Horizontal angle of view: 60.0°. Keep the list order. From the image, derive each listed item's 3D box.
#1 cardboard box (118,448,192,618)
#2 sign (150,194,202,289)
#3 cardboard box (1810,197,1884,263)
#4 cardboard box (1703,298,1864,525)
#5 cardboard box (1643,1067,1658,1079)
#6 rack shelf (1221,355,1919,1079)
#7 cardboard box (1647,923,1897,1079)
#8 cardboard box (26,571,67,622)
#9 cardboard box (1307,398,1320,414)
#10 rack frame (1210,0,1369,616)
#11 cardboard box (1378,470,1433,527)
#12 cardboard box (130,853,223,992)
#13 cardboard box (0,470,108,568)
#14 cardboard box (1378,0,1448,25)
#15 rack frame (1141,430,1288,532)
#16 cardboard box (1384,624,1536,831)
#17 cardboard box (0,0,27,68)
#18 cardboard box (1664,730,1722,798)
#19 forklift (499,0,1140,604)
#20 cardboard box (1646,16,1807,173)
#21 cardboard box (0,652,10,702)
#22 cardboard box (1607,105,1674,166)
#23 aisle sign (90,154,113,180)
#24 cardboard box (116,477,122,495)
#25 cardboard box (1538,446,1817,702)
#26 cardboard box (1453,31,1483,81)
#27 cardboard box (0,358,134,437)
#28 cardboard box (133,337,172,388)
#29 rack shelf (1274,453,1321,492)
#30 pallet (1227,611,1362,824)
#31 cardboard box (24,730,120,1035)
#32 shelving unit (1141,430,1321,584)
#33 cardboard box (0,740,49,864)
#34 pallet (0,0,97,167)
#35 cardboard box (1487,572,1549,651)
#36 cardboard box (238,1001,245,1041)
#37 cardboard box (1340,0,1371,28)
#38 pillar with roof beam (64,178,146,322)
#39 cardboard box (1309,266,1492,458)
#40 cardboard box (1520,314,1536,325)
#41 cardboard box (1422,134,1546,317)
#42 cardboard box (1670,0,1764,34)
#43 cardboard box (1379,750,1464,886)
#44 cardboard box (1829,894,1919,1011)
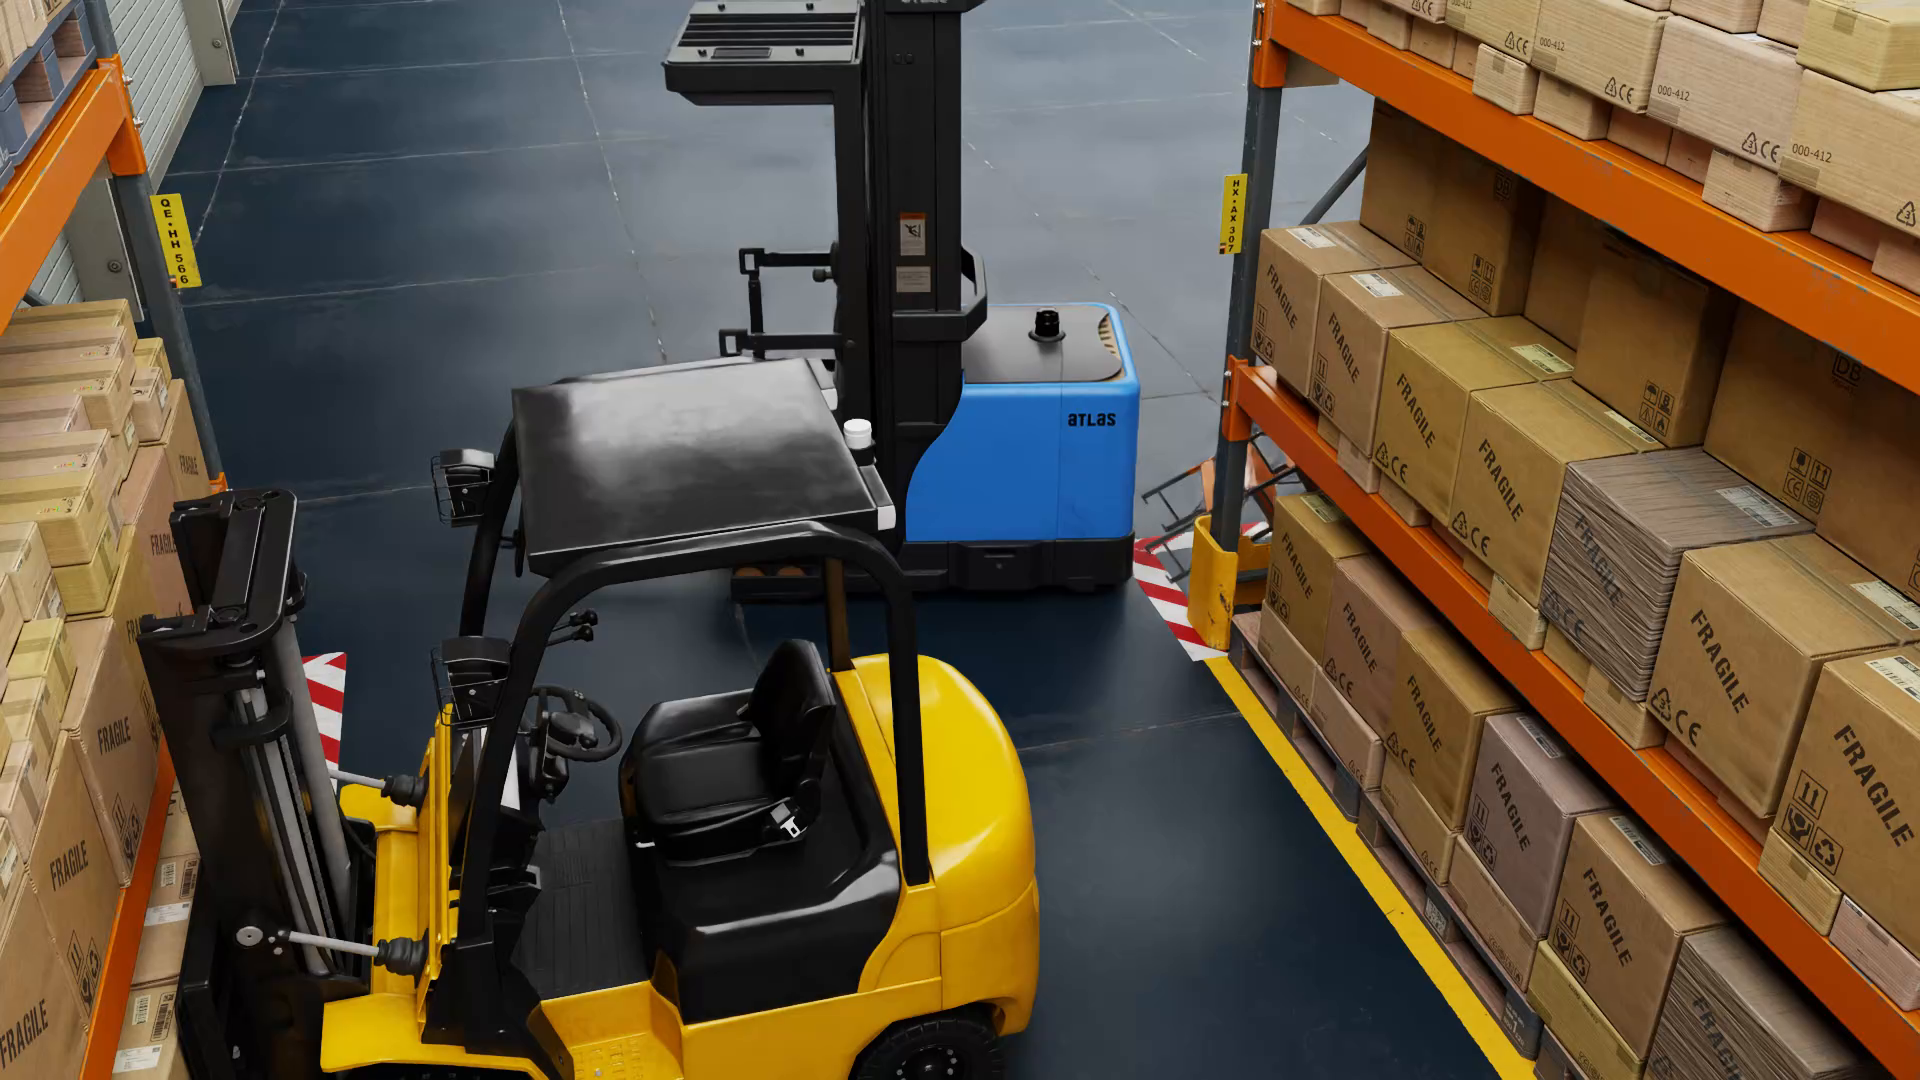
[{"bbox_3d":[-2.656,0.077,5.023,0.500,0.500,0.500,-7,31,-12],"label":"cardboard box"},{"bbox_3d":[-2.642,-1.004,5.598,0.100,0.325,0.005,-8,31,-13],"label":"sign"},{"bbox_3d":[2.205,-0.749,3.806,0.380,0.149,0.250,-9,31,-15],"label":"cardboard box"},{"bbox_3d":[2.548,-0.406,4.563,0.700,0.500,0.500,-9,31,-14],"label":"cardboard box"},{"bbox_3d":[2.262,1.694,4.655,0.500,0.250,0.500,-6,31,-11],"label":"cardboard box"},{"bbox_3d":[2.147,0.281,5.489,1.077,0.370,4.000,-8,31,-13],"label":"rack shelf"},{"bbox_3d":[2.262,1.369,4.467,0.500,0.500,0.500,-8,31,-14],"label":"cardboard box"},{"bbox_3d":[-2.463,0.220,4.128,0.380,0.149,0.250,-8,31,-14],"label":"cardboard box"},{"bbox_3d":[1.587,-0.576,6.502,0.380,0.149,0.250,-7,31,-13],"label":"cardboard box"},{"bbox_3d":[1.616,-0.996,6.977,1.000,3.000,0.127,-8,31,-13],"label":"rack frame"},{"bbox_3d":[1.704,-0.188,5.831,0.380,0.149,0.250,-7,31,-12],"label":"cardboard box"},{"bbox_3d":[-2.334,1.156,4.586,0.500,0.250,0.500,-8,31,-14],"label":"cardboard box"},{"bbox_3d":[-2.435,-0.039,4.279,0.380,0.149,0.250,-7,31,-12],"label":"cardboard box"},{"bbox_3d":[1.617,-1.836,5.286,0.500,0.250,0.500,-8,31,-14],"label":"cardboard box"},{"bbox_3d":[1.455,-0.405,8.033,1.200,0.240,0.015,-29,24,19],"label":"rack frame"},{"bbox_3d":[1.839,0.620,5.761,0.500,0.500,0.500,-7,31,-12],"label":"cardboard box"},{"bbox_3d":[-2.589,-1.317,4.153,0.396,0.266,0.258,-8,31,-13],"label":"cardboard box"},{"bbox_3d":[2.179,0.552,4.554,0.380,0.149,0.250,-8,31,-14],"label":"cardboard box"},{"bbox_3d":[-0.715,-1.242,7.470,3.031,2.935,1.130,-1,30,-1],"label":"forklift"},{"bbox_3d":[2.045,-1.096,4.008,0.500,0.250,0.500,-8,31,-14],"label":"cardboard box"},{"bbox_3d":[-2.324,0.339,3.625,0.380,0.149,0.250,-8,31,-13],"label":"cardboard box"},{"bbox_3d":[1.982,-1.125,4.456,0.380,0.149,0.250,-8,31,-14],"label":"cardboard box"},{"bbox_3d":[-2.903,-1.531,5.305,0.394,0.787,0.004,-8,31,-13],"label":"aisle sign"},{"bbox_3d":[-2.645,-0.154,4.775,0.380,0.149,0.250,-8,31,-14],"label":"cardboard box"},{"bbox_3d":[2.035,0.084,4.713,0.500,0.500,0.500,-7,31,-12],"label":"cardboard box"},{"bbox_3d":[1.748,-1.491,5.088,0.380,0.149,0.250,-9,31,-15],"label":"cardboard box"},{"bbox_3d":[-2.679,-0.405,4.911,0.380,0.149,0.250,-7,31,-12],"label":"cardboard box"},{"bbox_3d":[-2.806,-0.528,5.421,0.380,0.149,0.250,-7,31,-13],"label":"cardboard box"},{"bbox_3d":[1.568,-0.353,7.771,0.148,0.258,0.480,-29,24,19],"label":"rack shelf"},{"bbox_3d":[1.818,0.644,6.926,1.003,0.211,1.213,-8,31,-13],"label":"pallet"},{"bbox_3d":[-2.263,0.811,3.754,0.500,0.500,0.500,-8,31,-14],"label":"cardboard box"},{"bbox_3d":[1.439,-0.281,7.823,1.200,0.258,0.503,-29,24,19],"label":"shelving unit"},{"bbox_3d":[-2.166,0.581,3.504,0.380,0.149,0.250,-8,31,-14],"label":"cardboard box"},{"bbox_3d":[-3.006,-1.250,4.509,1.003,0.211,1.213,-8,31,-13],"label":"pallet"},{"bbox_3d":[1.883,0.192,5.174,0.380,0.149,0.250,-8,31,-13],"label":"cardboard box"},{"bbox_3d":[-2.333,1.591,4.833,0.500,0.250,0.500,-7,31,-12],"label":"cardboard box"},{"bbox_3d":[1.547,-1.868,5.739,0.380,0.149,0.250,-9,31,-15],"label":"cardboard box"},{"bbox_3d":[-1.295,-5.945,9.539,9.100,9.000,0.400,-8,31,-13],"label":"pillar with roof beam"},{"bbox_3d":[1.615,-0.653,5.987,0.500,0.500,0.500,-7,31,-12],"label":"cardboard box"},{"bbox_3d":[2.154,-0.701,6.069,0.500,0.500,0.500,-8,31,-13],"label":"cardboard box"},{"bbox_3d":[2.089,-1.138,5.827,0.700,0.500,0.500,-8,31,-13],"label":"cardboard box"},{"bbox_3d":[1.974,-1.341,4.033,0.380,0.149,0.250,-7,31,-13],"label":"cardboard box"},{"bbox_3d":[1.849,0.948,5.944,0.500,0.250,0.500,-6,31,-10],"label":"cardboard box"},{"bbox_3d":[2.299,0.929,3.901,0.380,0.149,0.250,-8,31,-14],"label":"cardboard box"}]
